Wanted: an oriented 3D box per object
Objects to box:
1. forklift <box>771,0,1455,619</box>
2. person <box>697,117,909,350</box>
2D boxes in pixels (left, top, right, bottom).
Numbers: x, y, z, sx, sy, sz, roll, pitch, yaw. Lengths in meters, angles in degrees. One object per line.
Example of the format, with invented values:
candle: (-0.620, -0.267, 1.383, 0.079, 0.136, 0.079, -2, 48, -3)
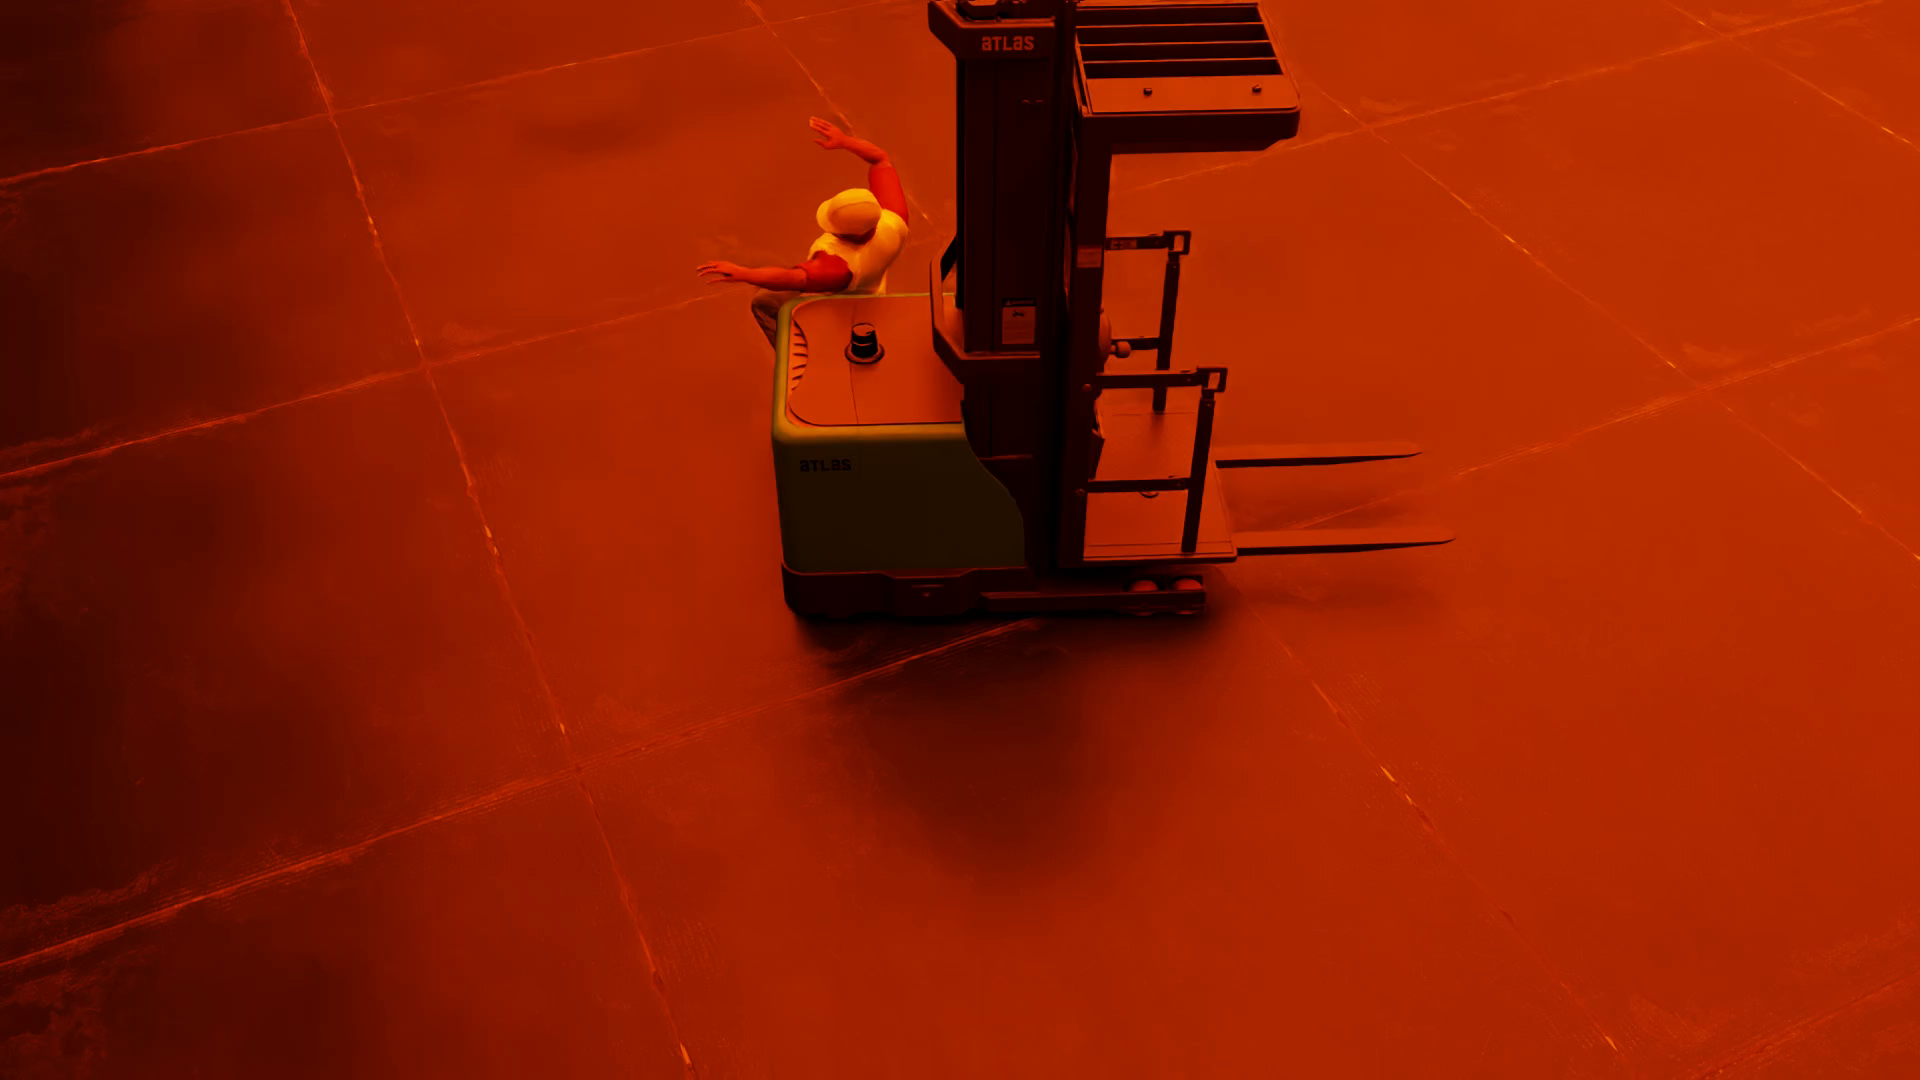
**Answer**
forklift: (0.709, -1.093, 6.852, 3.031, 2.935, 1.130, -2, 43, -2)
person: (-0.811, -1.163, 7.914, 1.154, 1.636, 0.843, -26, 49, -25)
